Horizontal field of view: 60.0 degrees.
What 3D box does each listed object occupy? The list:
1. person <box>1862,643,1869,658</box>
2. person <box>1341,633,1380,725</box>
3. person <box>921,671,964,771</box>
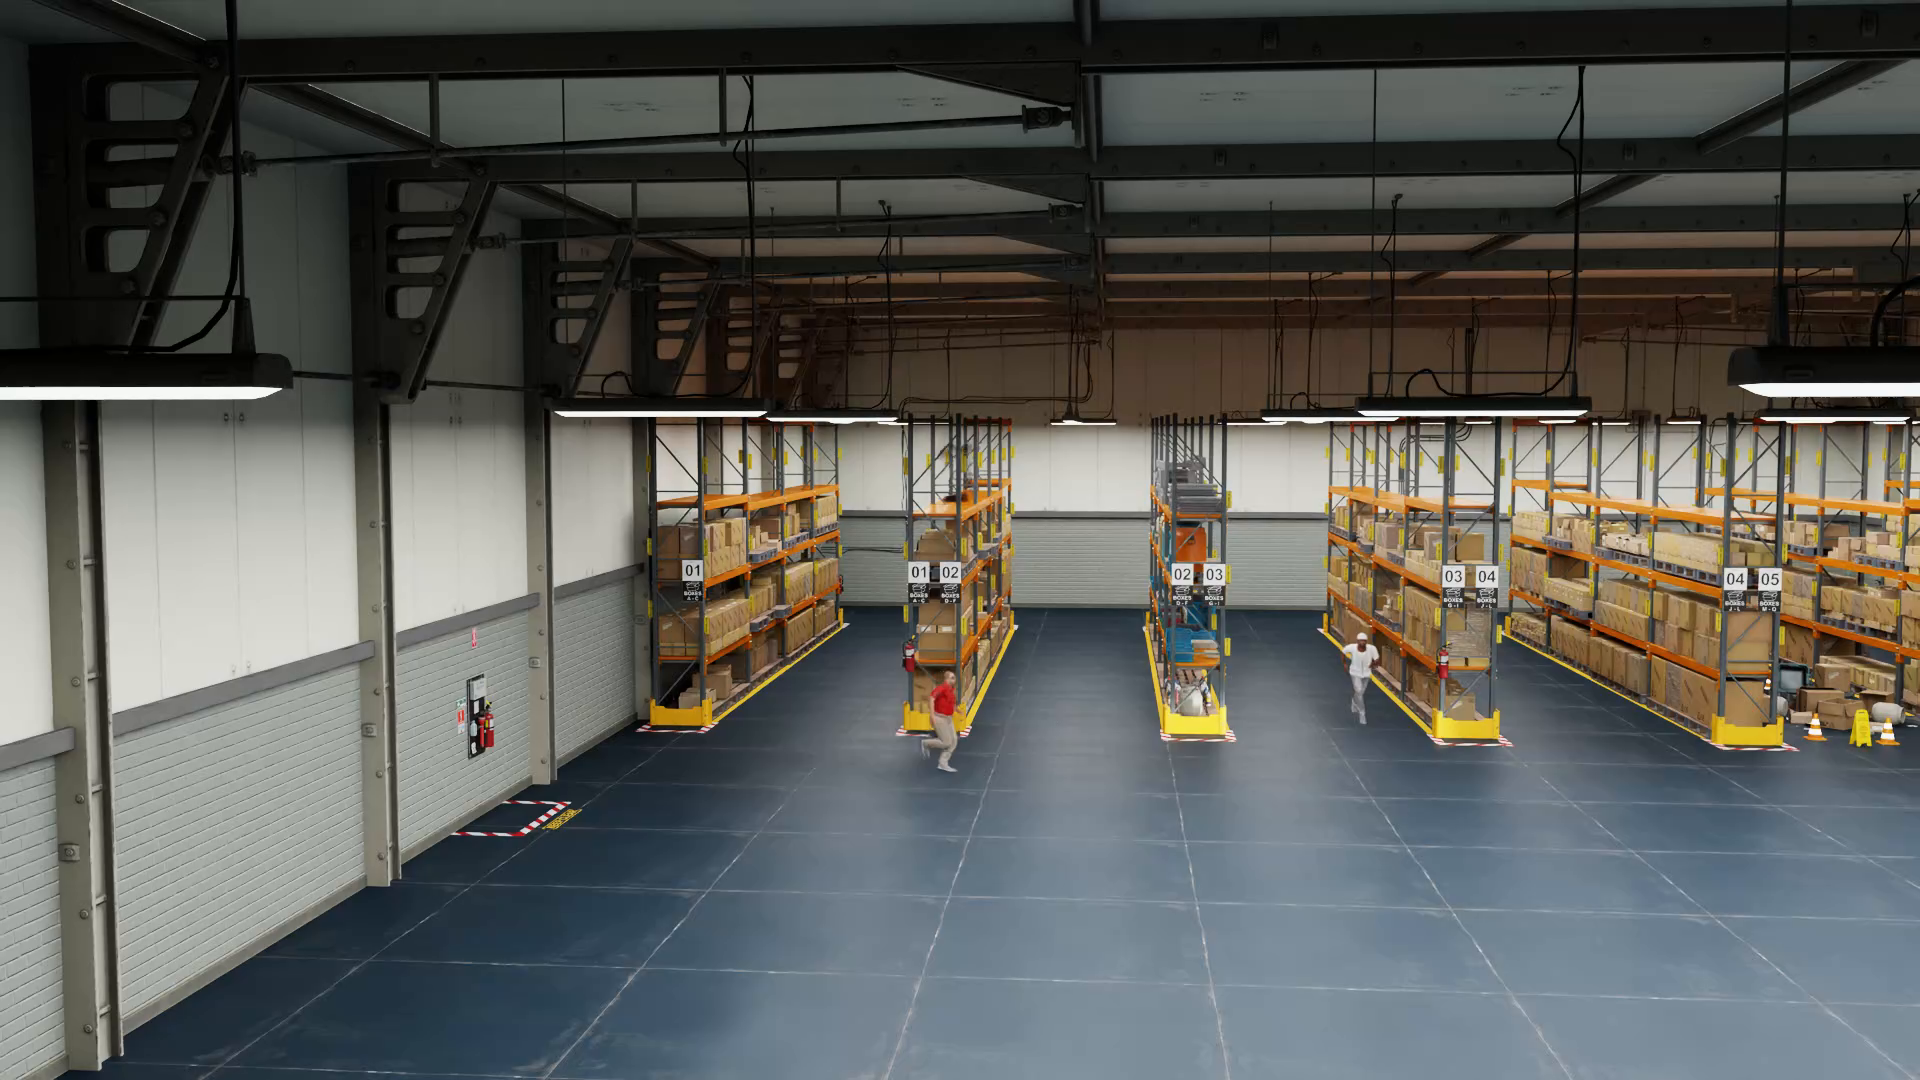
[{"bbox_3d":[21.997,2.135,40.636,0.631,1.778,0.820,0,4,-2],"label":"person"},{"bbox_3d":[7.823,2.670,32.572,0.684,1.769,1.078,0,4,-3],"label":"person"},{"bbox_3d":[-0.294,3.037,27.826,0.712,1.682,0.700,2,4,22],"label":"person"}]
